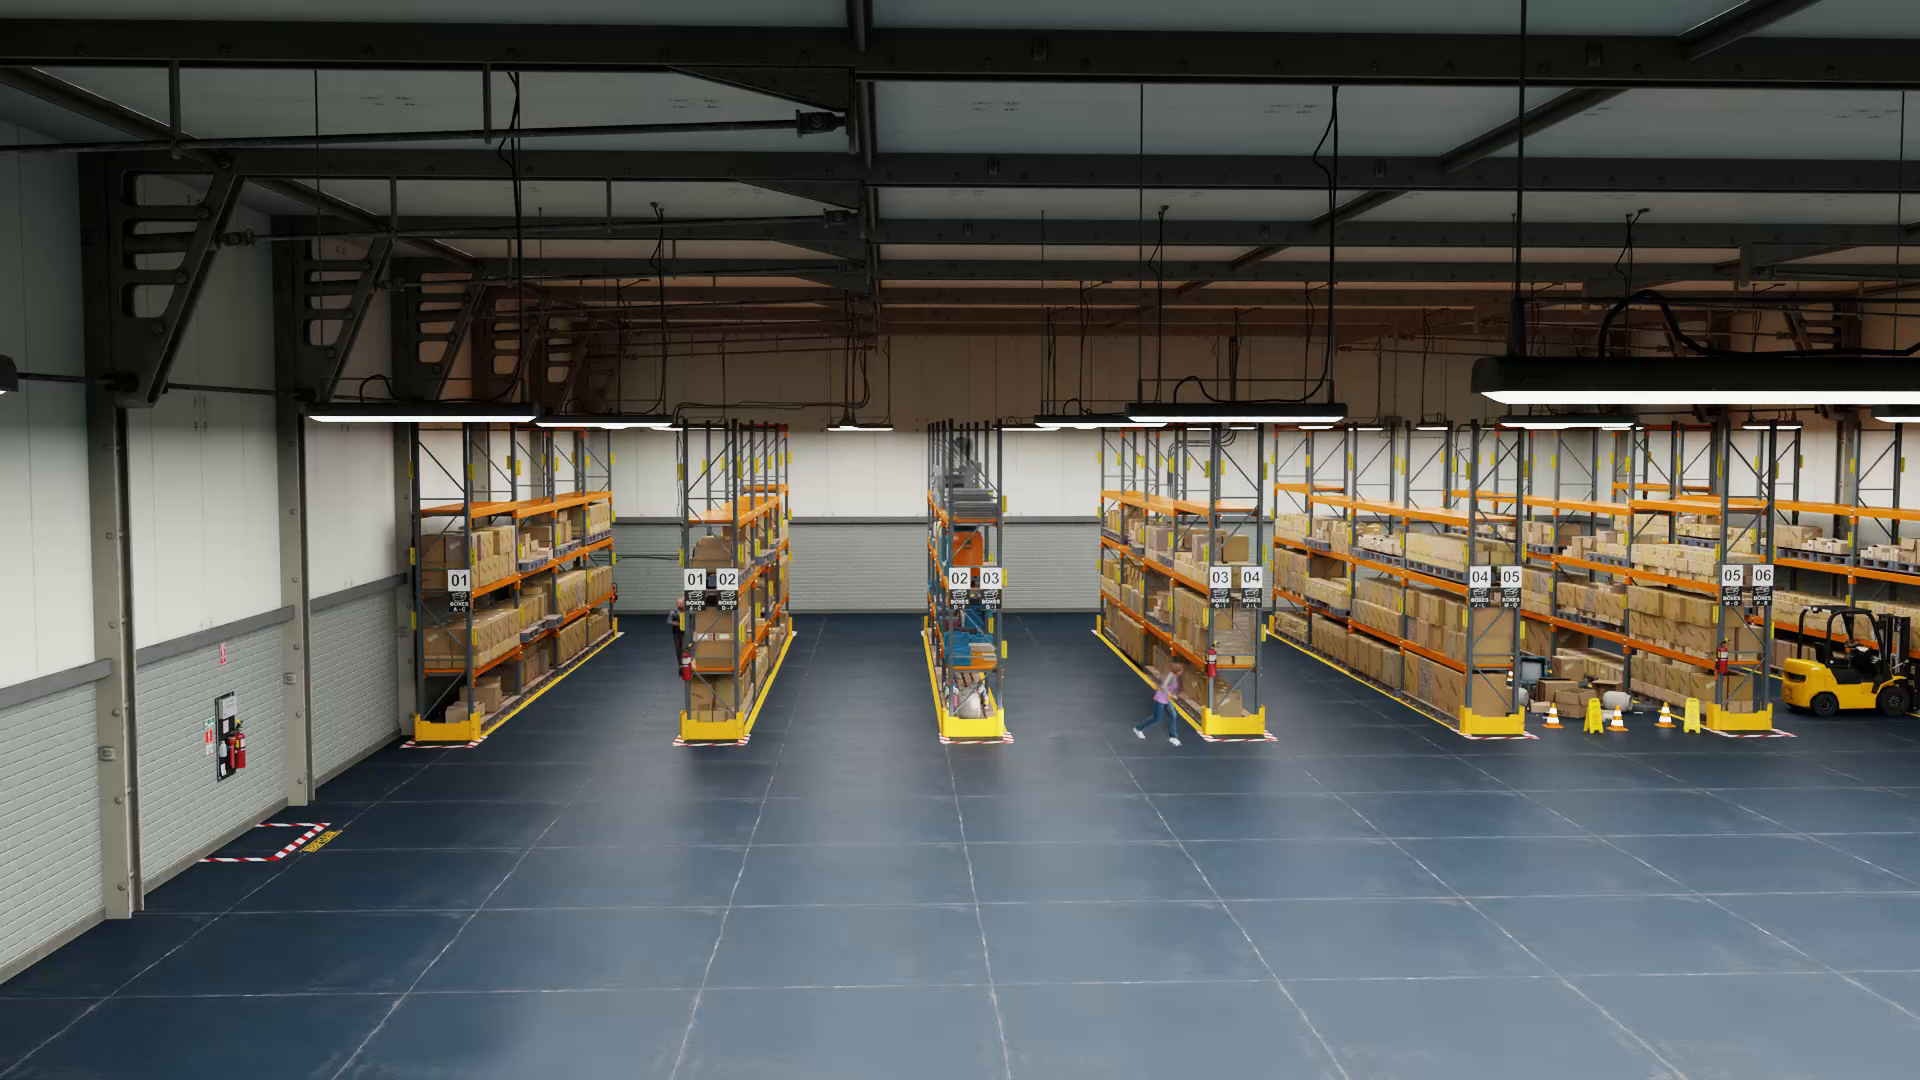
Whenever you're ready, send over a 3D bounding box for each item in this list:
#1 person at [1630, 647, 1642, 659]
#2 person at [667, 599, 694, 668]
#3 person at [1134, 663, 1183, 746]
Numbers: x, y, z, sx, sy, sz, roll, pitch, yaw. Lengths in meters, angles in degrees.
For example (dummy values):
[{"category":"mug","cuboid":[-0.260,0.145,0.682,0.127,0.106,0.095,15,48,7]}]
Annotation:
[{"category":"person","cuboid":[16.469,2.337,40.551,0.619,1.607,0.538,-1,4,-13]},{"category":"person","cuboid":[-6.709,2.300,39.959,0.644,1.769,0.805,0,4,-8]},{"category":"person","cuboid":[3.659,3.018,30.662,0.921,1.545,0.577,1,4,19]}]
